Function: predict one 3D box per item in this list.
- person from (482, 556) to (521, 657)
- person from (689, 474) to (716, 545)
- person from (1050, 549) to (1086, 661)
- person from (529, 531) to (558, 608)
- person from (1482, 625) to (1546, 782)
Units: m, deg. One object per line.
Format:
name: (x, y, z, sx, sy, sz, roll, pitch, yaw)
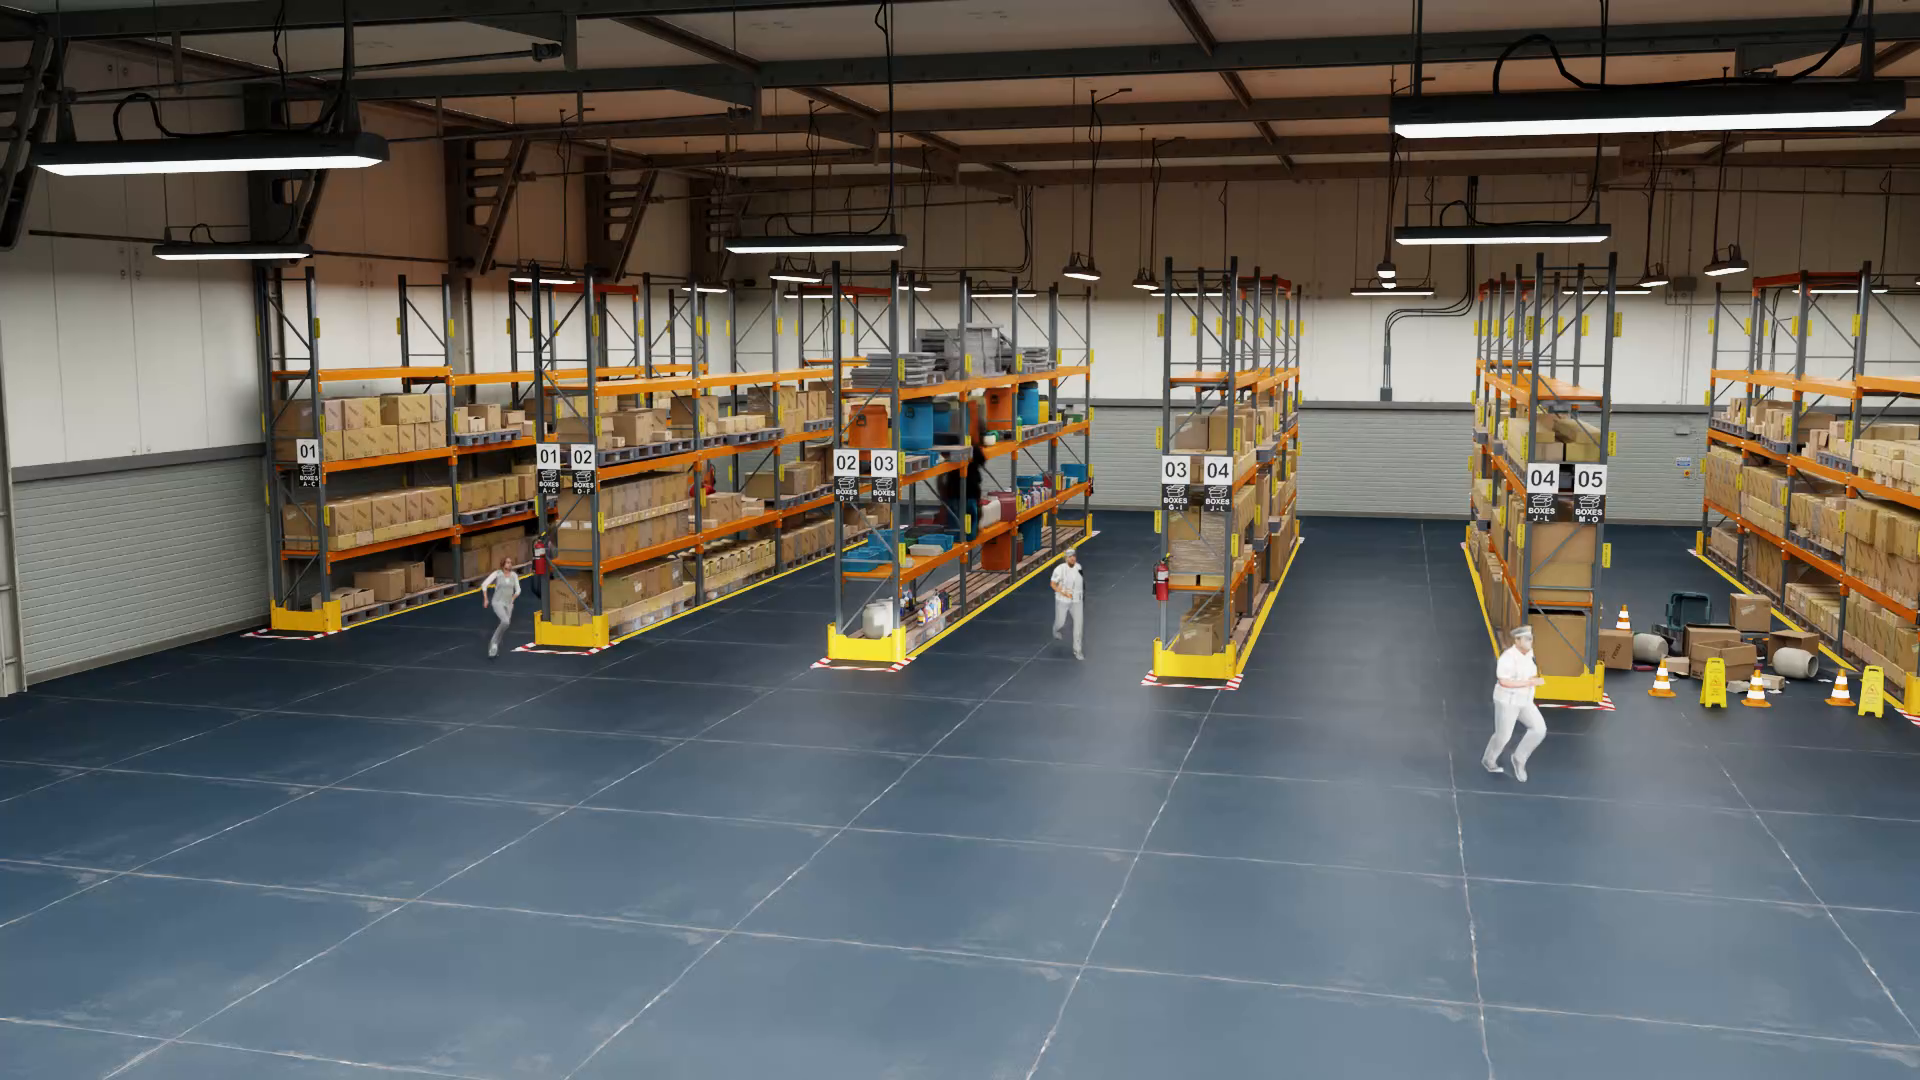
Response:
person: (-6.954, 1.015, 25.397, 0.539, 1.532, 0.575, -6, 9, -39)
person: (-5.924, -0.685, 38.334, 0.652, 1.686, 0.754, 0, 7, 2)
person: (1.662, 0.959, 25.639, 0.577, 1.673, 1.082, -1, 7, -10)
person: (-7.264, 0.572, 28.920, 0.531, 1.557, 0.539, 1, 7, 8)
person: (6.164, 1.801, 18.448, 0.692, 1.782, 0.835, -5, 9, -32)
